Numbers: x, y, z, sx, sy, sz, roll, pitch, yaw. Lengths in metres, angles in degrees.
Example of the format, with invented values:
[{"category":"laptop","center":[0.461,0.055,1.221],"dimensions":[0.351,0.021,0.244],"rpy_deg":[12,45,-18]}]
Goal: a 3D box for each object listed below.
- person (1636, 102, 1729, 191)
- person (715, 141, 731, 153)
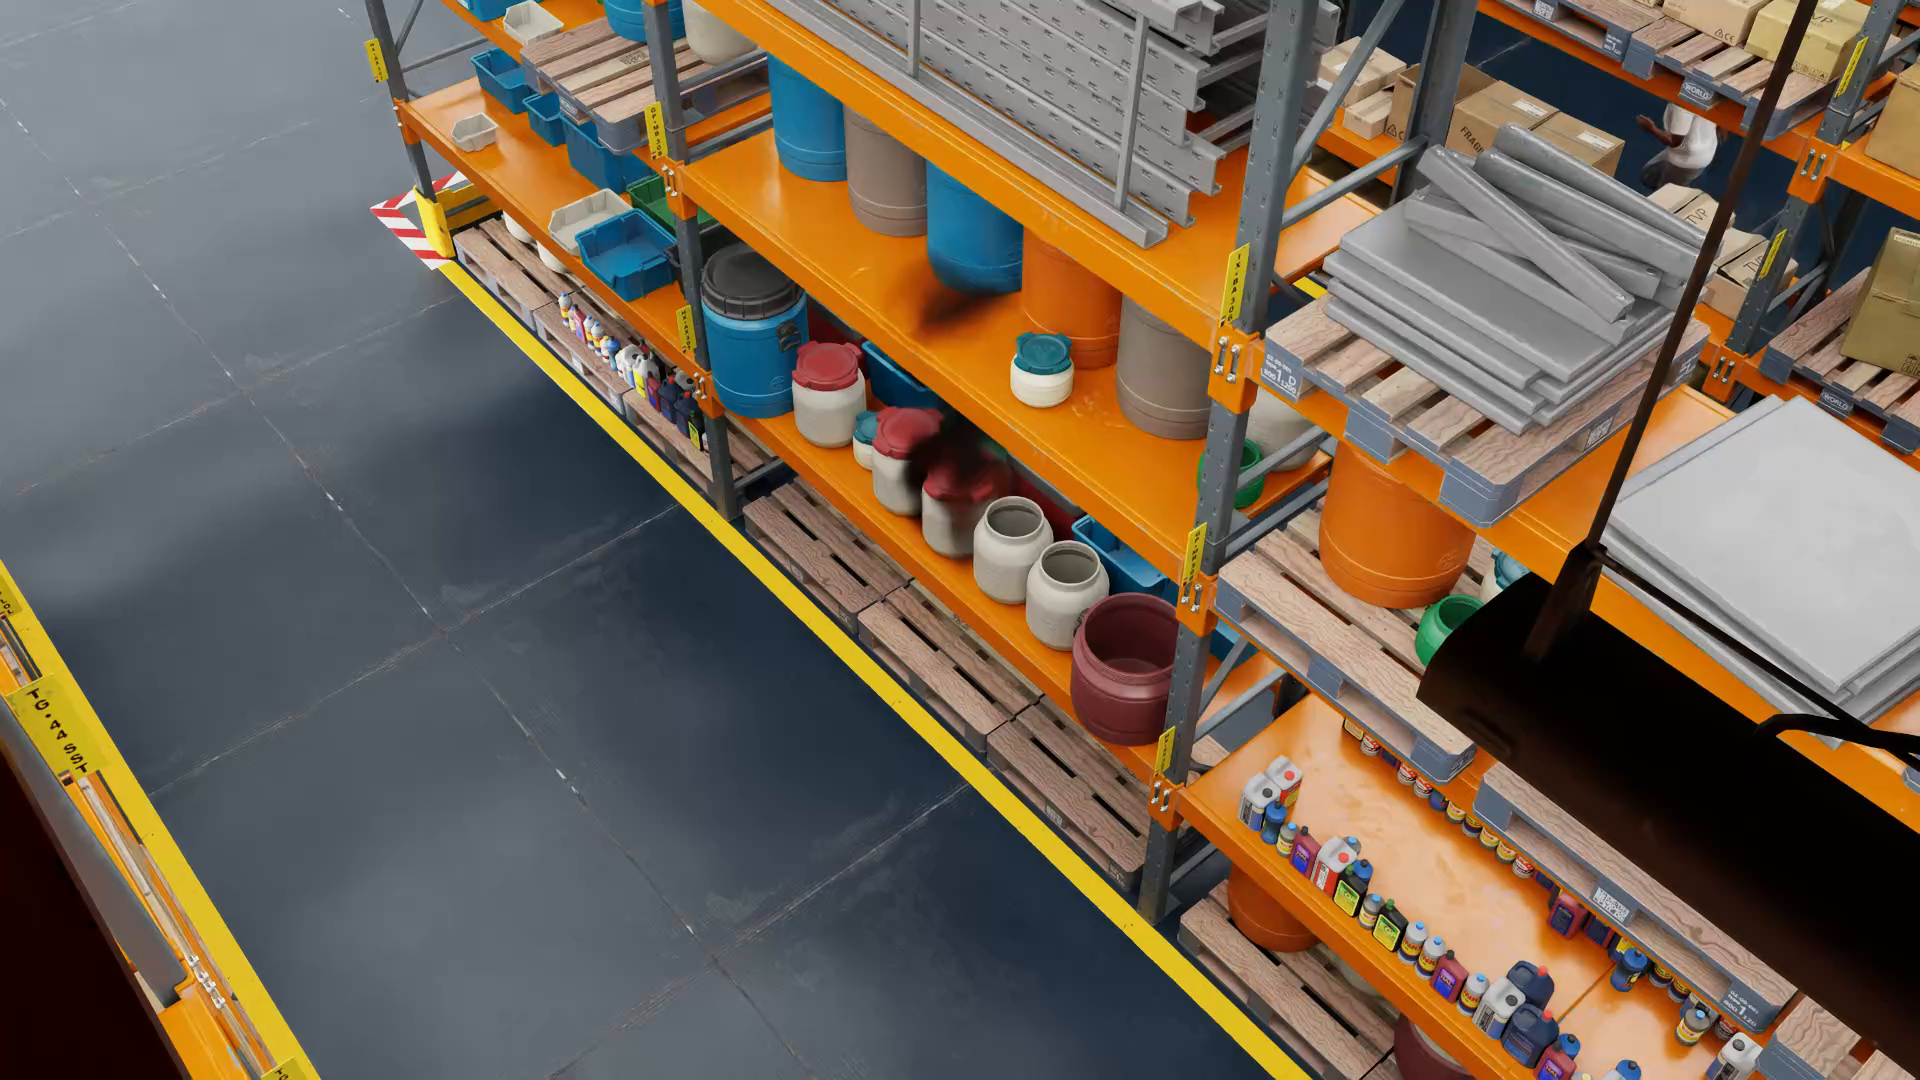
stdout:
[{"category":"person","center":[5.453,-2.963,12.645],"dimensions":[0.710,1.681,0.703],"rpy_deg":[25,51,22]},{"category":"person","center":[-2.214,-3.630,13.342],"dimensions":[0.719,1.612,0.618],"rpy_deg":[14,48,13]}]
